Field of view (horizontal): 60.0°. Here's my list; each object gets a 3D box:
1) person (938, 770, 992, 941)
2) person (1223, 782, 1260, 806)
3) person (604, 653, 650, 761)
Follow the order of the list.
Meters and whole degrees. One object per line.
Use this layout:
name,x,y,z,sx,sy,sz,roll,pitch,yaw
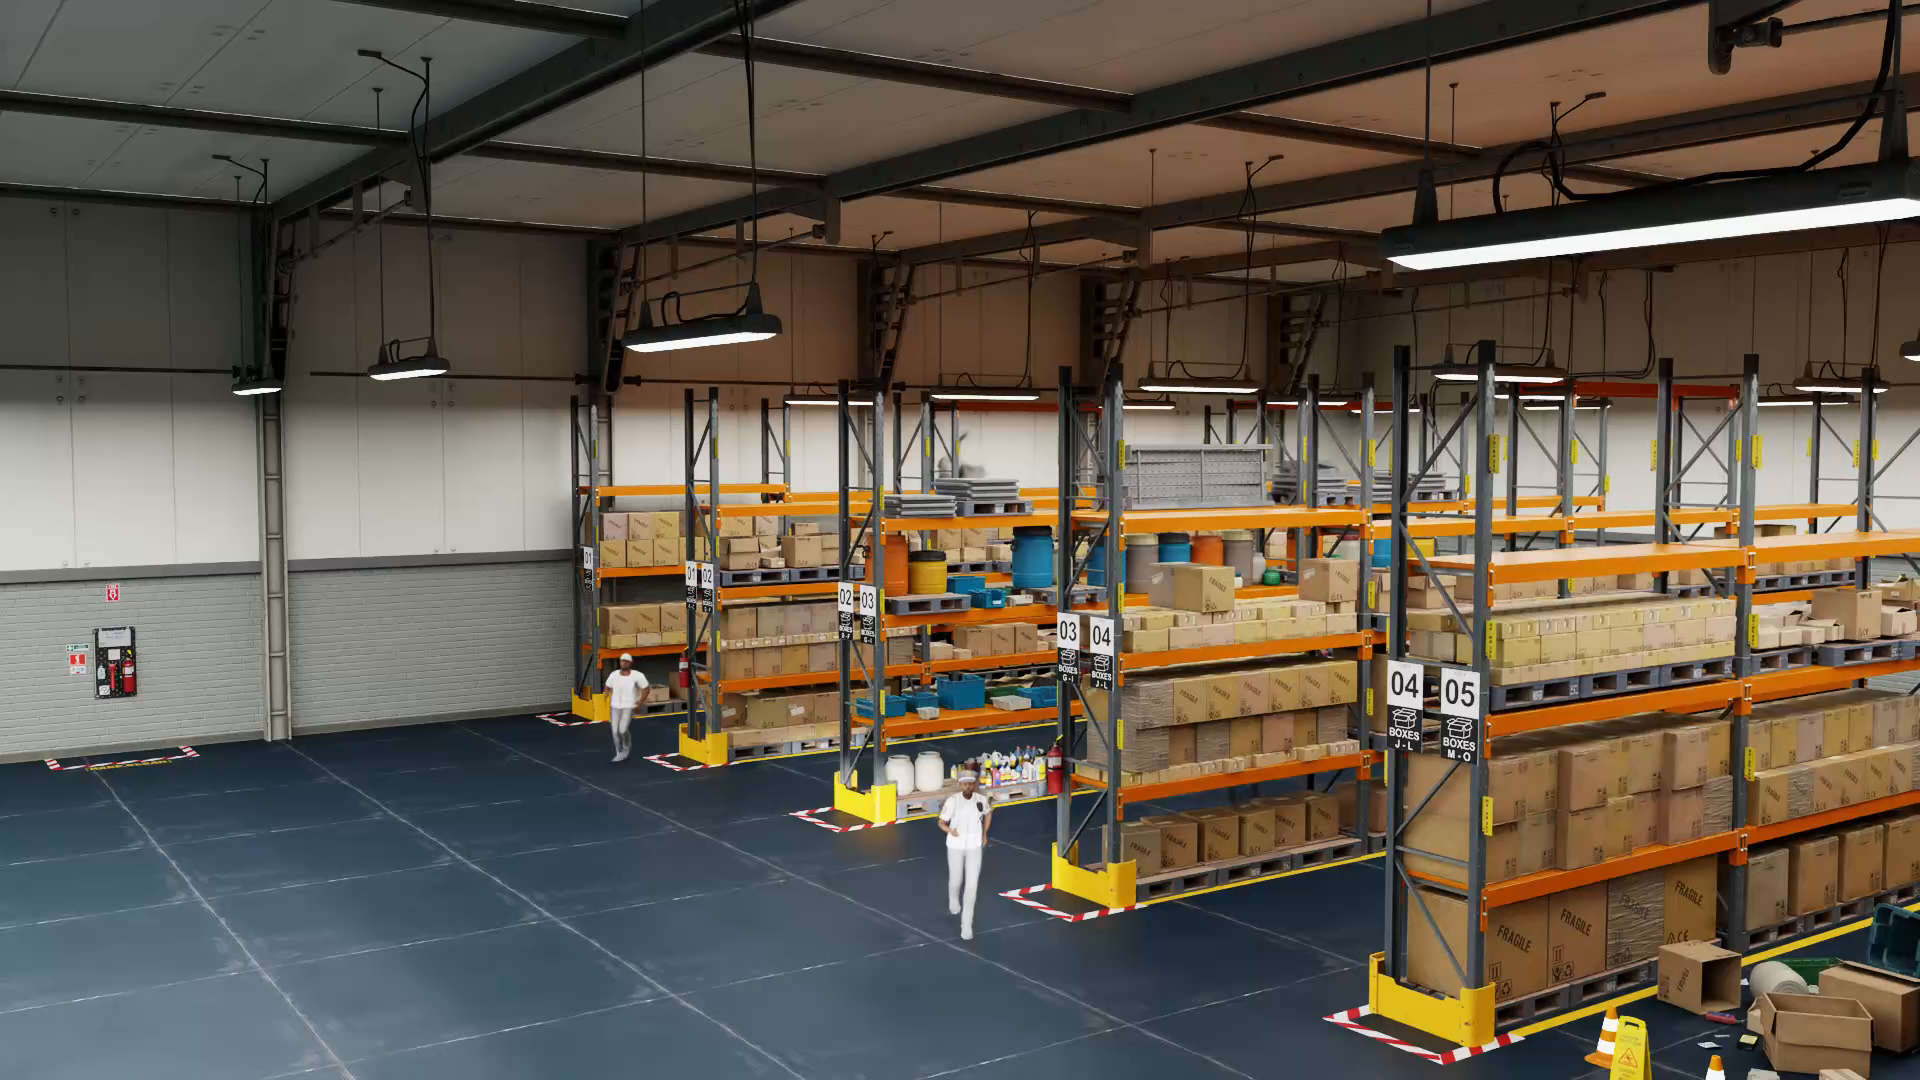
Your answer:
person,0.061,3.262,17.572,0.589,1.721,0.911,0,3,-5
person,3.802,2.938,22.425,0.728,1.801,0.670,-3,5,-45
person,-5.407,2.690,26.689,0.722,1.736,0.539,1,4,12
